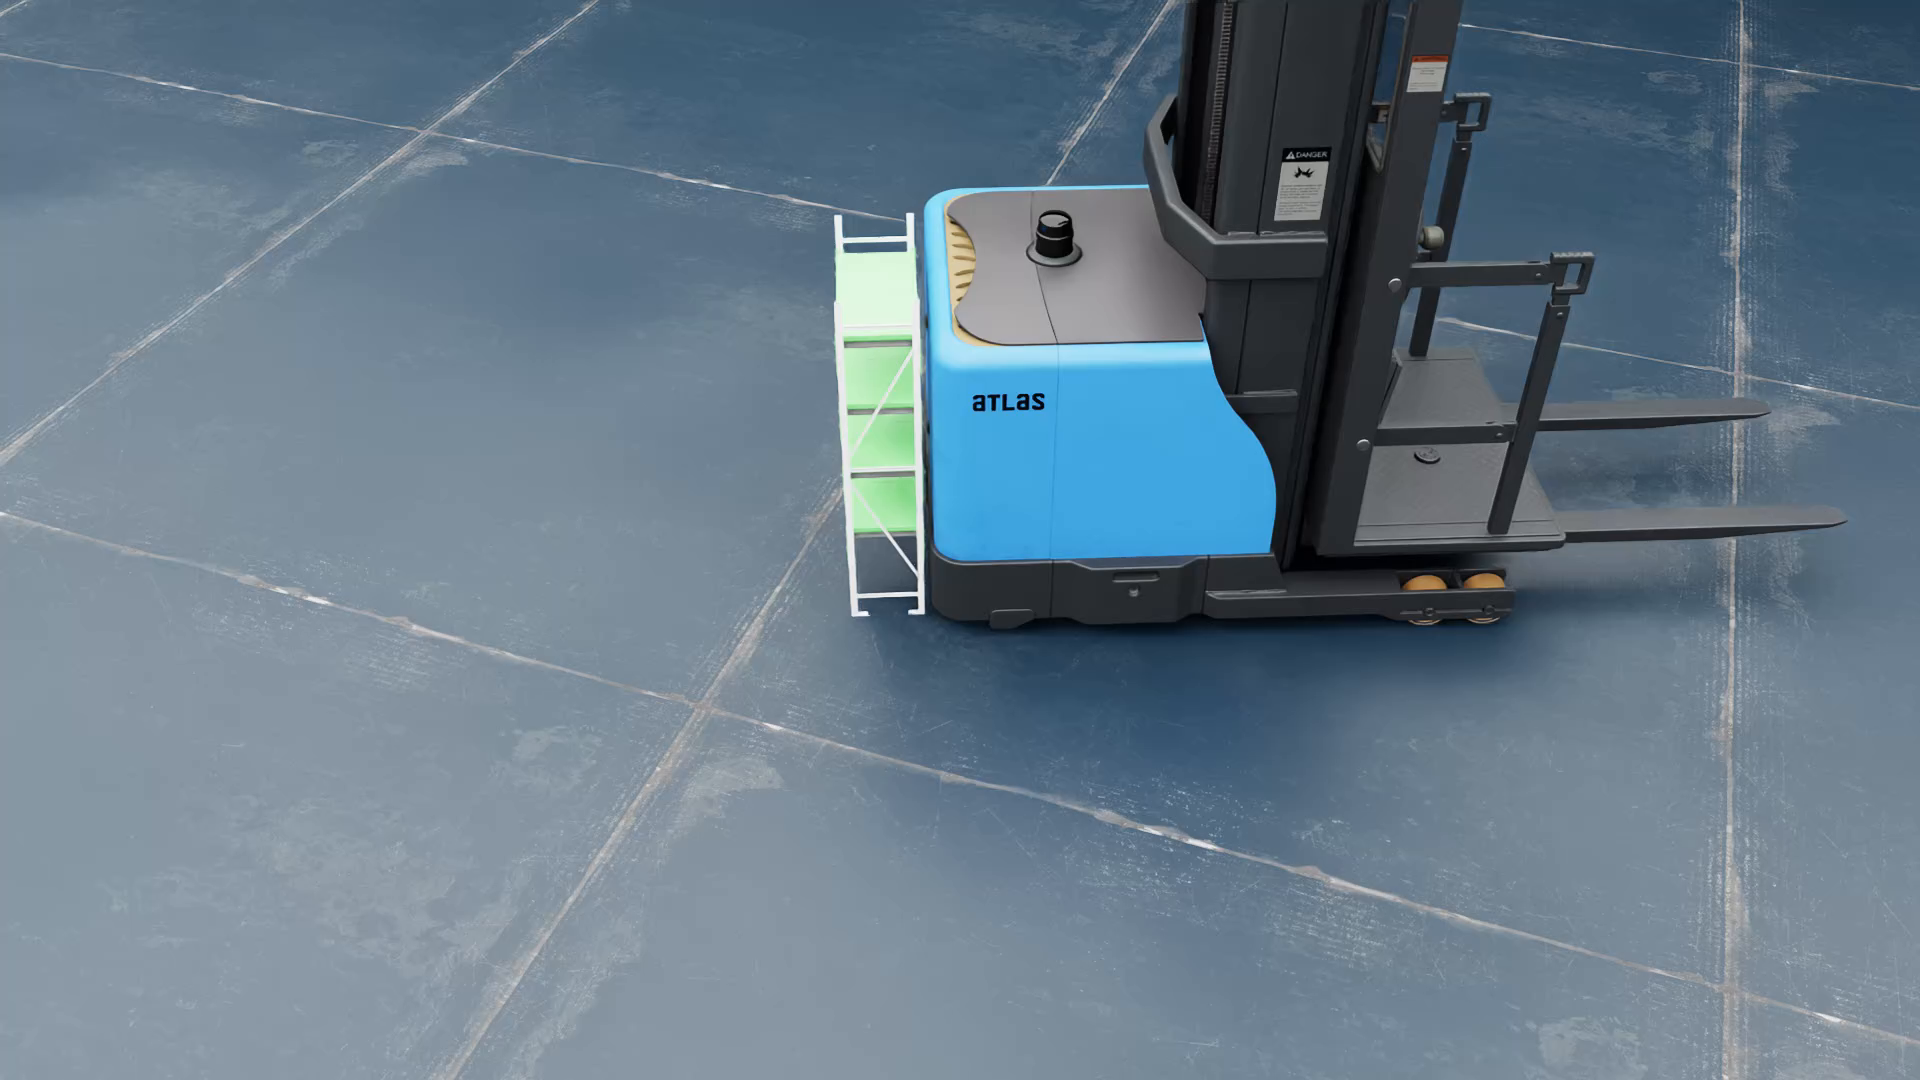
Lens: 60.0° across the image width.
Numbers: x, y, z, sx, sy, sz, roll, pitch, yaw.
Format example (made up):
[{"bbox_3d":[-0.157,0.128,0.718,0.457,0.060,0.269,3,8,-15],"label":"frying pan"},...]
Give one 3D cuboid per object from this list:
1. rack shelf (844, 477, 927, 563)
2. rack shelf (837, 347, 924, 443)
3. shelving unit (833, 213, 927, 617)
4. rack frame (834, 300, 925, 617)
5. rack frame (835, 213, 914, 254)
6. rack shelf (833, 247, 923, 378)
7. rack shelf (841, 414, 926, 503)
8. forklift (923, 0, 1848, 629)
[{"bbox_3d":[-0.248,-0.141,5.459,0.258,0.148,0.480,-2,41,-2],"label":"rack shelf"},{"bbox_3d":[-0.248,-0.506,5.147,0.258,0.148,0.480,-2,41,-2],"label":"rack shelf"},{"bbox_3d":[-0.248,-0.372,5.262,0.258,1.200,0.503,-2,41,-2],"label":"shelving unit"},{"bbox_3d":[-0.235,-0.214,5.076,0.240,1.200,0.015,-2,41,-2],"label":"rack frame"},{"bbox_3d":[-0.261,-0.530,5.447,0.240,1.200,0.015,-2,41,-2],"label":"rack frame"},{"bbox_3d":[-0.248,-0.689,4.992,0.258,0.148,0.480,-2,41,-2],"label":"rack shelf"},{"bbox_3d":[-0.248,-0.324,5.303,0.258,0.148,0.480,-2,41,-2],"label":"rack shelf"},{"bbox_3d":[1.402,-1.182,4.877,3.031,2.935,1.130,-2,40,-2],"label":"forklift"}]
